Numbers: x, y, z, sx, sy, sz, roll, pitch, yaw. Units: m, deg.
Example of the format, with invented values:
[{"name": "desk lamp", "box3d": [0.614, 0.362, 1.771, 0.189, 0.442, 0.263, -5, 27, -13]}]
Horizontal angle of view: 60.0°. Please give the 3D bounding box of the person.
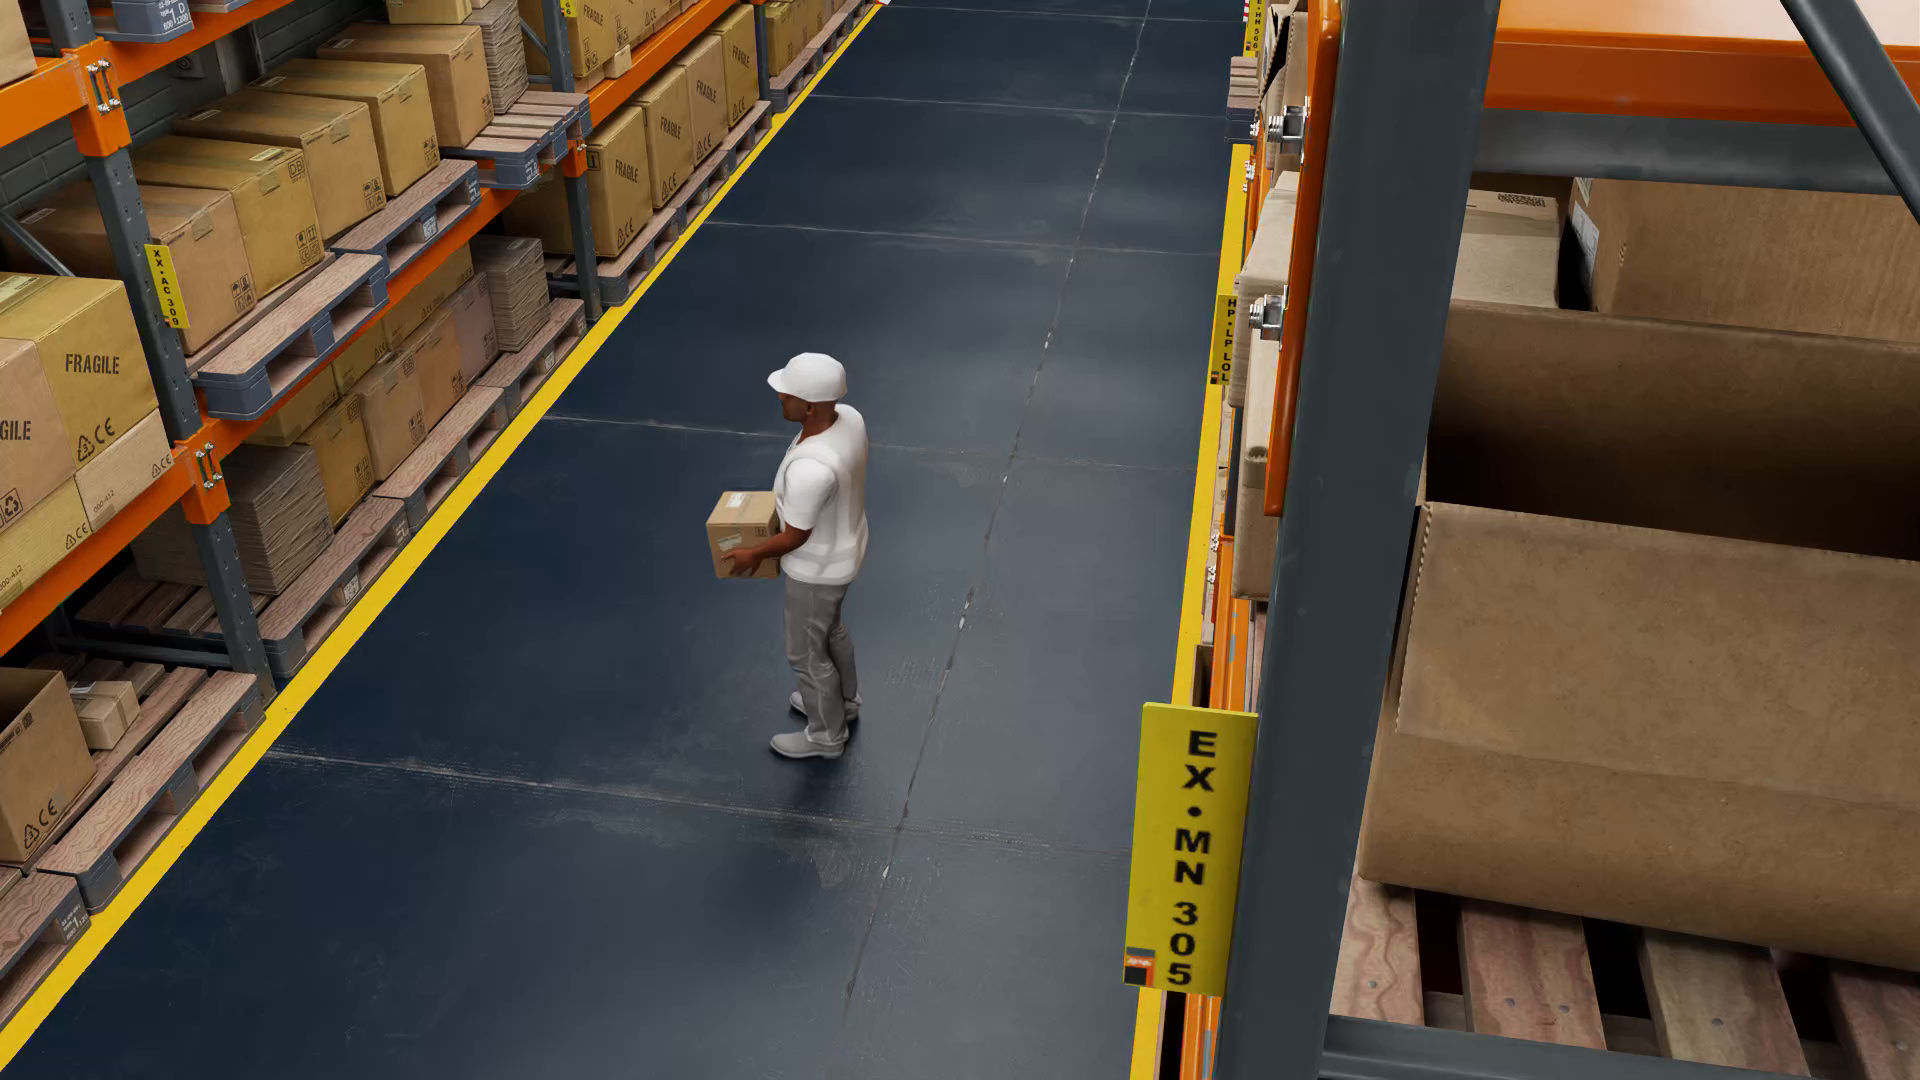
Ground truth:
[{"name": "person", "box3d": [-0.630, 0.065, 6.510, 0.541, 1.770, 0.548, 5, 33, 8]}]
